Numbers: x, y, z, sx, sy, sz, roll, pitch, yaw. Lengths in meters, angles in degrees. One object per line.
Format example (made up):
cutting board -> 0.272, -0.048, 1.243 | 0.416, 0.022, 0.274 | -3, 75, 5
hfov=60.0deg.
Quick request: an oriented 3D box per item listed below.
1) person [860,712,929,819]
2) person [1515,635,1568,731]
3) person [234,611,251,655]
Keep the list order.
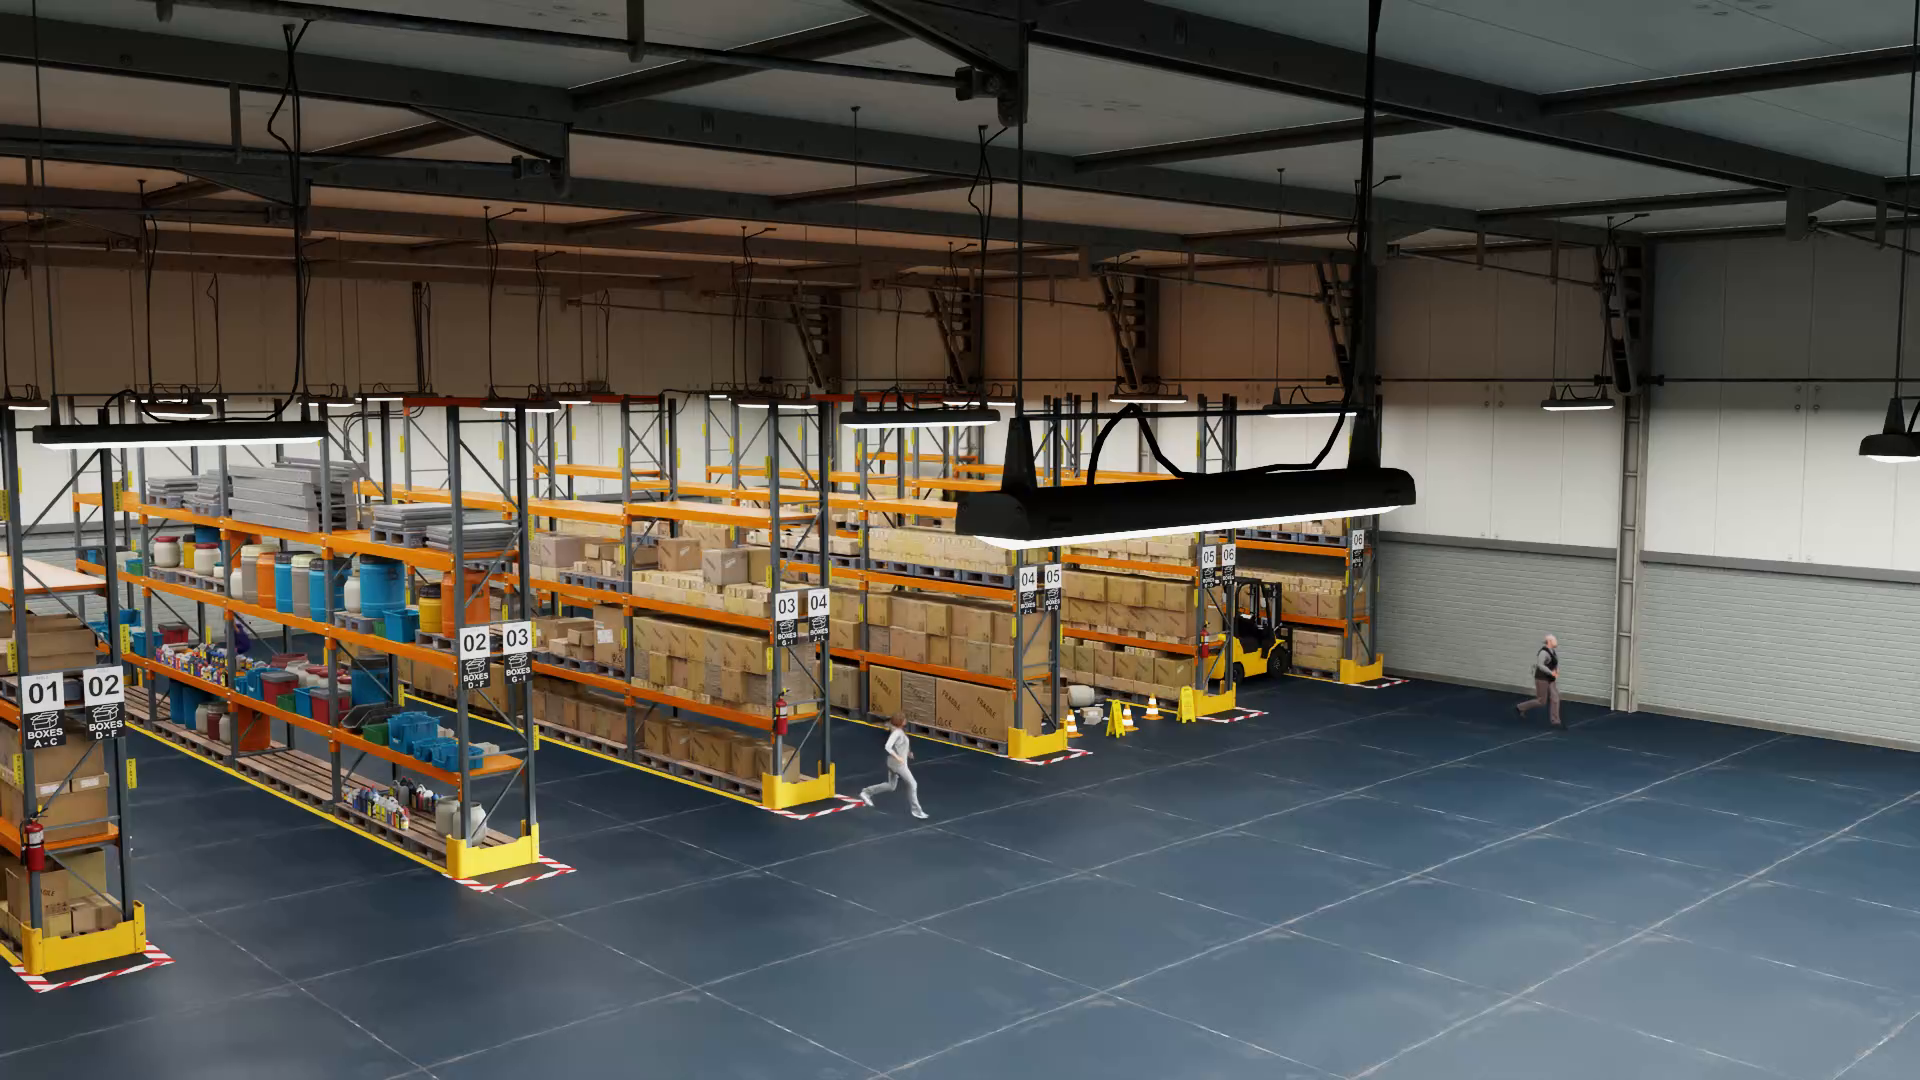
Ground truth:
person -> -0.941, 3.253, 23.906 | 1.009, 1.587, 0.509 | -2, 6, -16
person -> 10.602, 2.568, 30.212 | 0.963, 1.716, 0.682 | 4, 7, 34
person -> -15.891, 2.014, 36.535 | 0.535, 1.607, 0.617 | -4, 7, -34
